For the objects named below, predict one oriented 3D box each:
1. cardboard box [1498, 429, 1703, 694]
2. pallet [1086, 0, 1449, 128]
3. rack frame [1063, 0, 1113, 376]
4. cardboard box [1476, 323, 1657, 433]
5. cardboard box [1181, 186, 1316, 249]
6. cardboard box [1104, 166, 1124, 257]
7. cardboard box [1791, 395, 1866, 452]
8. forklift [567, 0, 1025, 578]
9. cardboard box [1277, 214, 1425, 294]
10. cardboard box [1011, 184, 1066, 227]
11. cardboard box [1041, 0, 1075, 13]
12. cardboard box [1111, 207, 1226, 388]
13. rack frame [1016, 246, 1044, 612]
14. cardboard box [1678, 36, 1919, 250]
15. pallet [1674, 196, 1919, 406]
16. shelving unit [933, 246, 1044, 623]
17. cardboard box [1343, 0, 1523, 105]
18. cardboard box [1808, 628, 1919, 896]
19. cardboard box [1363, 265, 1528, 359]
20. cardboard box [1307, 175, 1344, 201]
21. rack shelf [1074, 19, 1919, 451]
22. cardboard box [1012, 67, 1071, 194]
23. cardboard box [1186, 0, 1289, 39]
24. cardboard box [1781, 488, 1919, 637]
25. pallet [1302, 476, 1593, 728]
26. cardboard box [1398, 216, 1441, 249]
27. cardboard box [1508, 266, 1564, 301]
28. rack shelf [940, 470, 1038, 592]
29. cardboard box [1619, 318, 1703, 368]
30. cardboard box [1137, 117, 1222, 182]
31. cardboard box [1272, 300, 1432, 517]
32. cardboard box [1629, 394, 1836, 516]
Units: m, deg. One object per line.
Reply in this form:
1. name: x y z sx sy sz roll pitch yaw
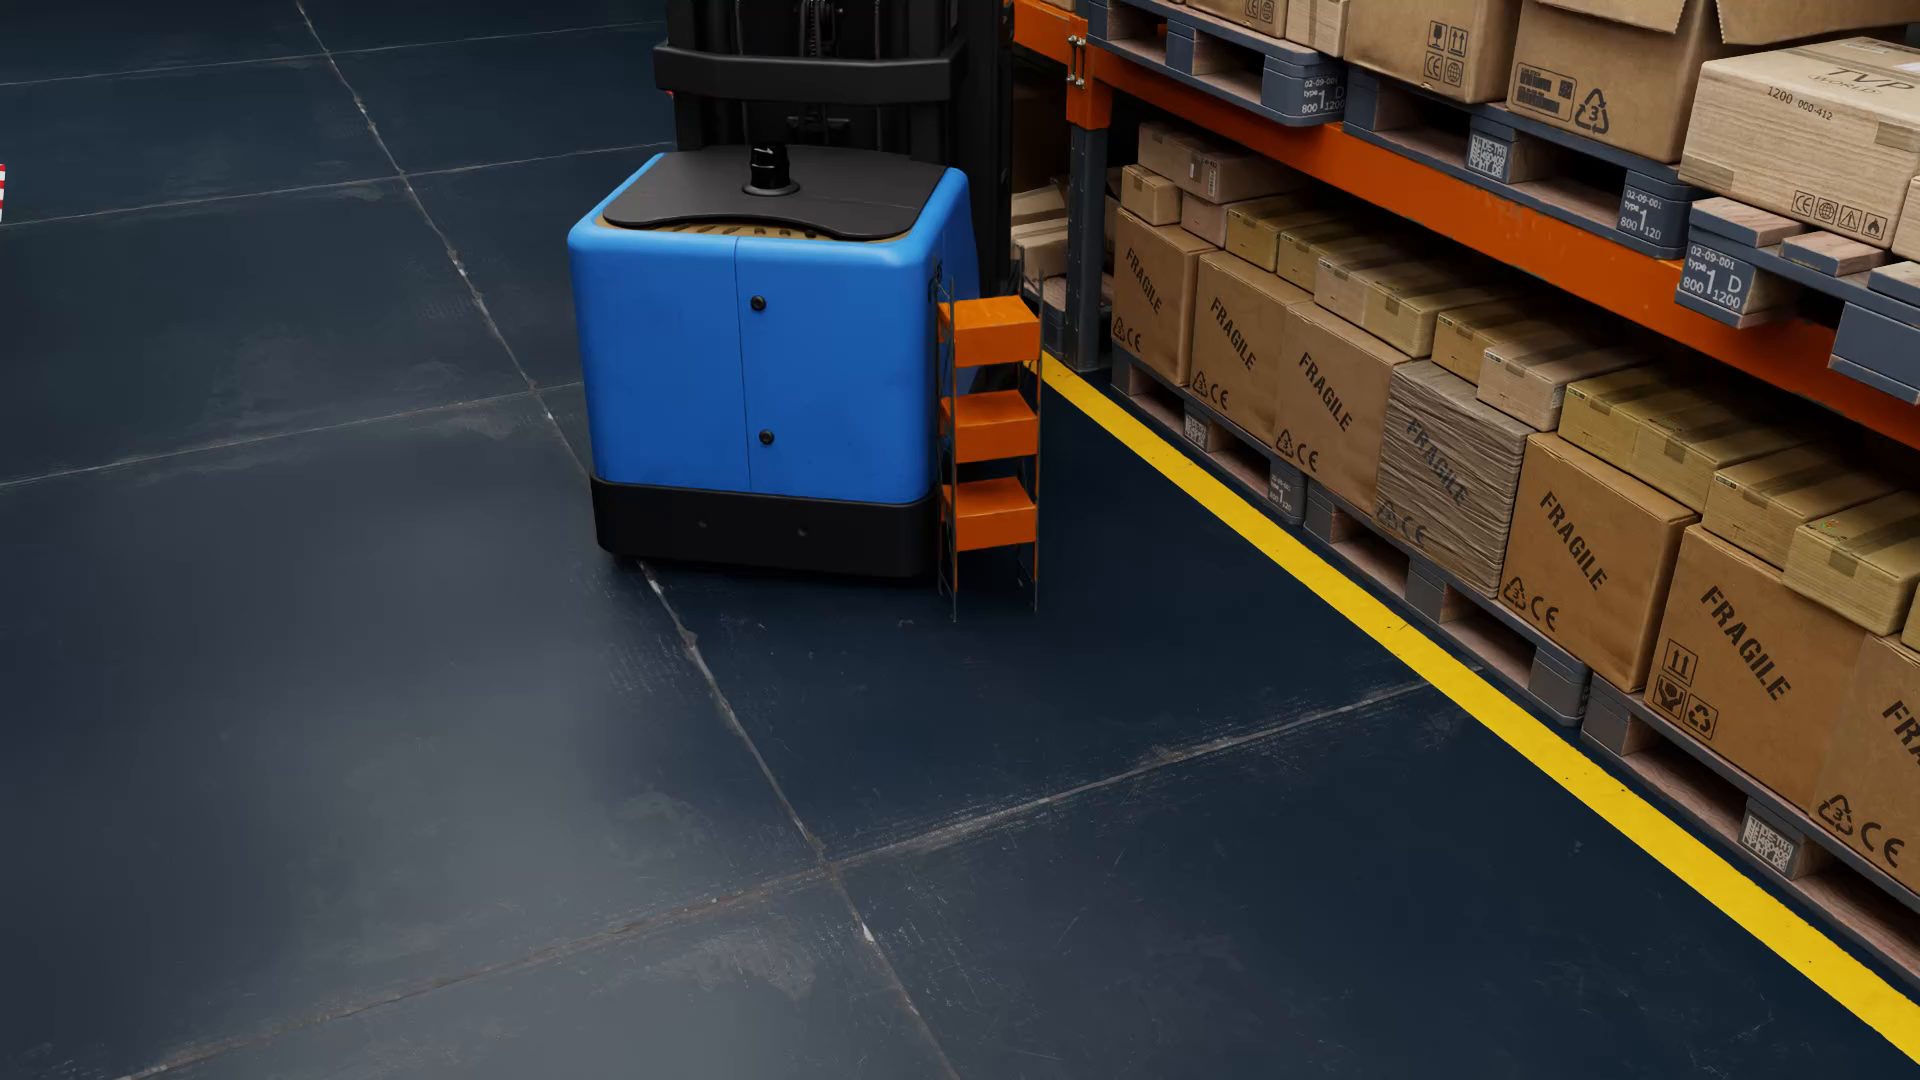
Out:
1. cardboard box: 1.787 0.009 4.293 0.500 0.500 0.500 -12 31 -20
2. pallet: 1.122 -1.610 5.250 1.003 0.211 1.213 -13 32 -22
3. rack frame: 0.878 -2.069 5.873 1.000 3.000 0.127 -13 32 -22
4. cardboard box: 1.610 -0.435 4.422 0.380 0.149 0.250 -15 32 -24
5. cardboard box: 0.980 -1.125 5.652 0.380 0.149 0.250 -14 32 -23
6. cardboard box: 0.808 -1.421 7.037 0.500 0.311 0.500 -12 31 -20
7. cardboard box: 2.351 -0.330 4.234 0.380 0.149 0.250 -15 32 -24
8. forklift: -0.361 -1.868 5.584 1.130 2.935 3.031 5 30 8
9. cardboard box: 1.231 -0.896 5.243 0.380 0.149 0.250 -14 32 -23
10. cardboard box: 0.220 -1.402 7.050 0.396 0.266 0.258 -12 31 -20
11. cardboard box: 0.513 -2.048 6.092 0.380 0.149 0.250 -13 32 -21
12. cardboard box: 0.882 -0.901 5.917 0.500 0.500 0.500 -12 31 -20
13. rack frame: 0.194 -0.295 4.699 0.008 1.050 0.200 -7 30 -12
14. cardboard box: 1.850 -0.818 3.366 0.500 0.250 0.500 -15 32 -24
15. pallet: 2.241 -0.503 3.277 1.213 0.211 1.003 -13 32 -22
16. shelving unit: 0.076 -0.280 4.673 0.252 1.050 0.215 -7 30 -12
17. cardboard box: 1.443 -1.460 4.255 0.700 0.500 0.500 -13 32 -22
18. cardboard box: 2.219 0.463 3.484 0.500 0.500 0.500 -12 31 -21
19. cardboard box: 1.409 -0.667 4.836 0.380 0.149 0.250 -12 31 -20
20. cardboard box: 1.414 -1.228 5.836 0.380 0.149 0.250 -13 32 -22
21. rack shelf: 1.736 -0.872 4.474 1.077 0.370 4.000 -13 32 -22
22. cardboard box: 0.115 -1.795 7.510 0.700 0.500 0.500 -14 32 -24
23. cardboard box: 1.106 -1.807 4.874 0.700 0.500 0.500 -13 32 -21
24. cardboard box: 2.009 0.043 3.570 0.380 0.149 0.250 -15 33 -25
25. pallet: 1.789 0.038 4.967 1.003 0.211 1.213 -13 32 -22
26. cardboard box: 1.660 -1.015 5.456 0.380 0.149 0.250 -15 32 -24
27. cardboard box: 1.890 -0.780 5.038 0.380 0.149 0.250 -13 32 -21
28. rack shelf: 0.078 -0.028 4.813 0.240 0.259 0.215 -7 30 -12
29. cardboard box: 2.049 -0.534 4.599 0.380 0.149 0.250 -13 32 -22
30. cardboard box: 0.846 -1.373 5.791 0.380 0.149 0.250 -14 32 -23
31. cardboard box: 1.330 -0.447 5.106 0.500 0.500 0.500 -14 32 -23
32. cardboard box: 1.864 -0.209 4.019 0.380 0.149 0.250 -12 31 -21
